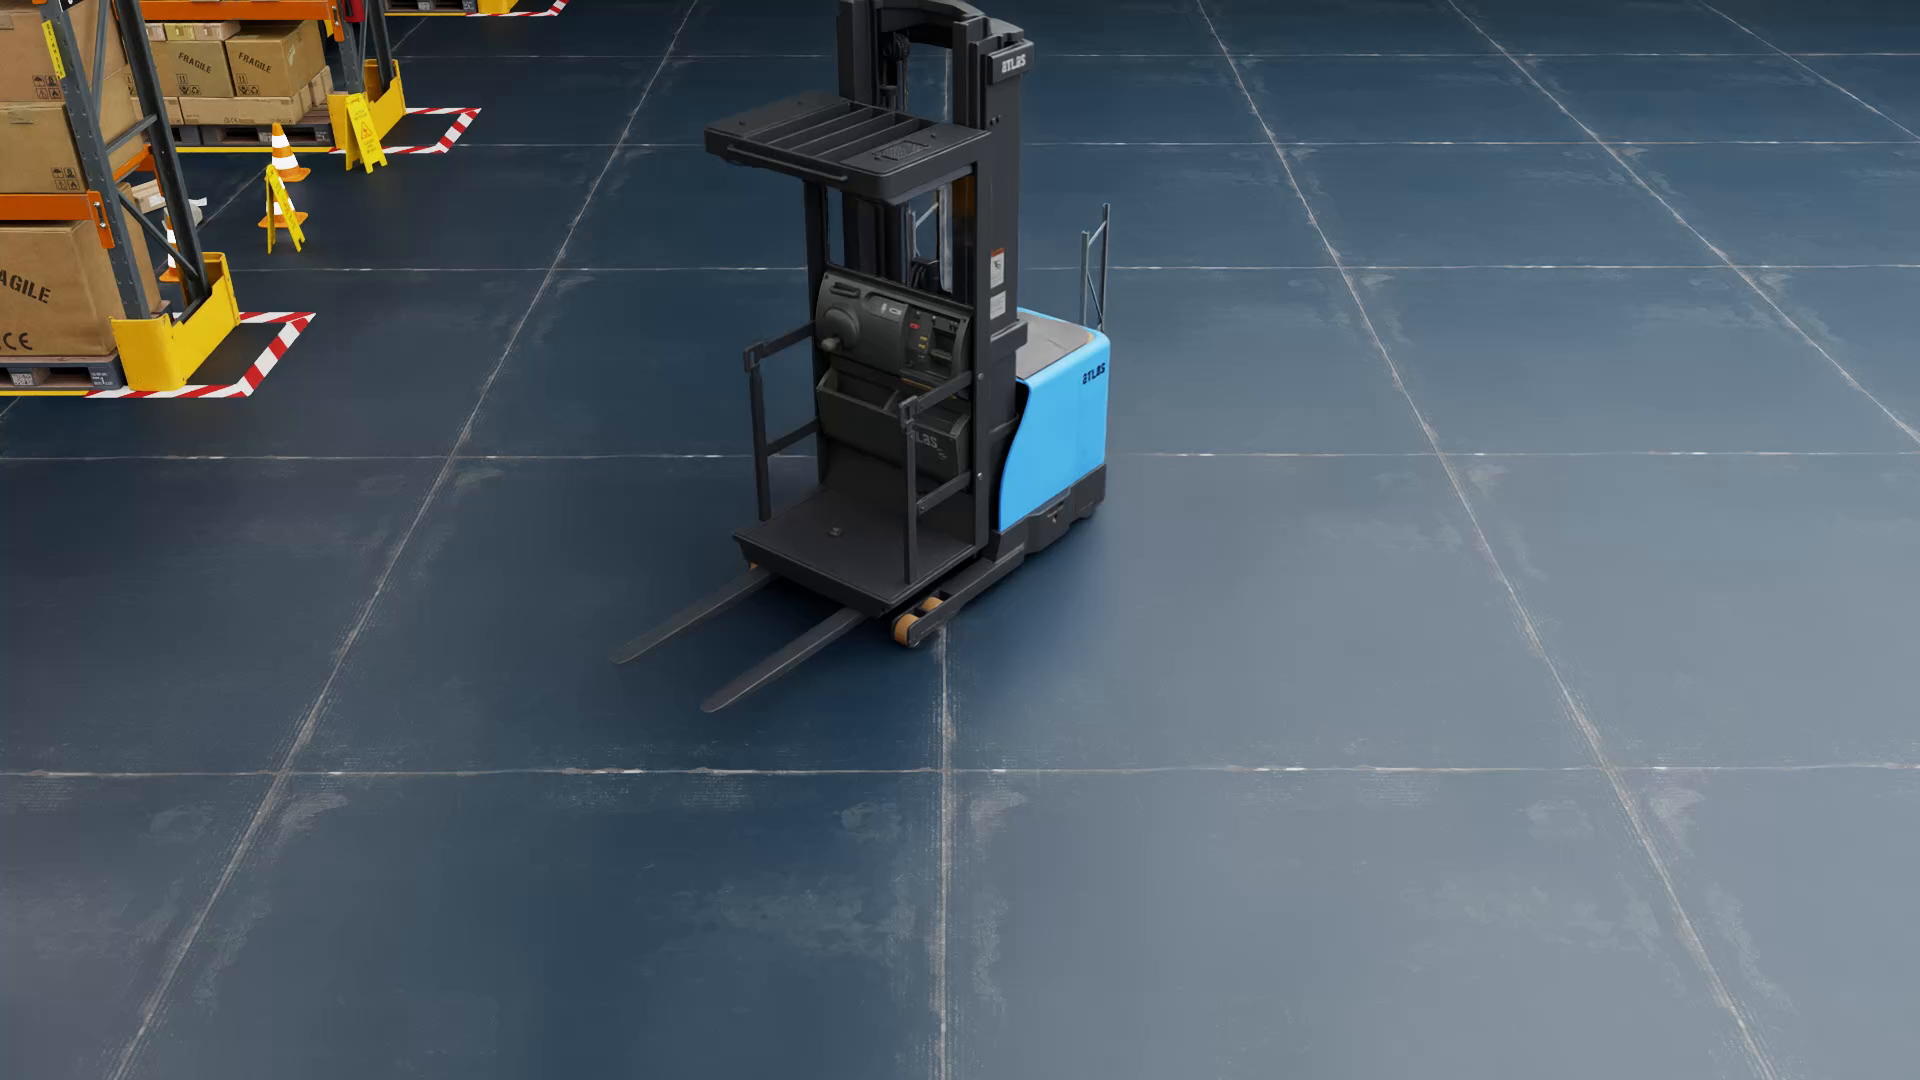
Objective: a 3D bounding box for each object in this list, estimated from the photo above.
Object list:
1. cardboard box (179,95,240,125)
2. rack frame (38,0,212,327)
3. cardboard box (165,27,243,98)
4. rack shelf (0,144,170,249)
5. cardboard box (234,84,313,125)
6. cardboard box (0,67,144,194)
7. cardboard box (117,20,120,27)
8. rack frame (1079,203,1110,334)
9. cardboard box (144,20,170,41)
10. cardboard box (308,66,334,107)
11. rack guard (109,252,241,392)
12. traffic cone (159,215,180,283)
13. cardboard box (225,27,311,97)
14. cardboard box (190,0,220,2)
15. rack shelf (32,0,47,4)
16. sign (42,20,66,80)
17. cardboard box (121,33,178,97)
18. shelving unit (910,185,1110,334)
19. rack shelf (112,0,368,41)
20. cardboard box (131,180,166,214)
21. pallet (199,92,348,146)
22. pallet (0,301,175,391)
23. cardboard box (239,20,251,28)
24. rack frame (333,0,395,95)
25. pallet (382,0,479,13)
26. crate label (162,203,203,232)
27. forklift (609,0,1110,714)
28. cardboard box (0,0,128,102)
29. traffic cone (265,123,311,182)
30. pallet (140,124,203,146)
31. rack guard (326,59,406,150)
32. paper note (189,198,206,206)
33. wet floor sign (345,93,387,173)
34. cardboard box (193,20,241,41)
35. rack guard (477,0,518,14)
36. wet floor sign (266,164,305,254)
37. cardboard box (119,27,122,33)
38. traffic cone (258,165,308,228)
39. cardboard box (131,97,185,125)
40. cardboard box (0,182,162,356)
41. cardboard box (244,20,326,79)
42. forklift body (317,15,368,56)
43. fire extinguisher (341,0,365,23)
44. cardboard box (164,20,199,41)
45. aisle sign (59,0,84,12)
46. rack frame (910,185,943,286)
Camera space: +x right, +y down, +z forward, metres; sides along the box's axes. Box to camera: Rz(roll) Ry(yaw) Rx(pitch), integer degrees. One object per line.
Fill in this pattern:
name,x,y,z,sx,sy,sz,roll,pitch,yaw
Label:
cardboard box,-6.753,-3.987,15.176,0.500,0.250,0.500,0,31,0
rack frame,-5.298,-2.556,10.571,0.127,3.000,1.000,0,31,0
cardboard box,-6.750,-4.307,14.979,0.500,0.500,0.500,1,31,2
rack shelf,-7.298,-2.242,10.747,4.000,0.370,1.077,0,31,0
cardboard box,-6.259,-3.985,15.172,0.500,0.250,0.500,0,31,-1
cardboard box,-5.668,-2.595,10.491,0.550,0.550,0.875,0,31,0
cardboard box,-7.820,-4.581,15.431,0.500,0.500,0.500,1,31,2
rack frame,0.766,-1.168,9.728,0.032,1.500,0.500,10,33,16
cardboard box,-7.110,-4.552,14.759,0.250,0.149,0.380,1,31,2
cardboard box,-6.237,-4.268,15.639,0.500,0.250,0.500,0,31,-1
rack guard,-5.274,-1.487,11.219,0.348,0.500,1.175,0,31,0
traffic cone,-5.837,-2.206,12.440,0.334,0.463,0.336,0,31,0
cardboard box,-6.228,-4.310,14.985,0.500,0.500,0.500,0,31,0
cardboard box,-6.568,-4.839,14.576,0.250,0.149,0.380,0,31,1
rack shelf,-7.298,-3.524,9.969,4.000,0.370,1.077,0,31,0
sign,-5.308,-2.871,9.745,0.005,0.325,0.100,0,31,0
cardboard box,-7.255,-4.309,14.983,0.500,0.500,0.500,-1,31,-1
shelving unit,0.284,-1.252,9.868,1.048,1.500,0.538,10,33,16
rack shelf,-7.428,-4.809,14.978,4.000,0.370,1.077,0,31,0
cardboard box,-6.726,-2.852,13.808,0.250,0.149,0.380,16,35,25
pallet,-6.317,-3.946,15.551,1.213,0.211,1.003,0,31,0
pallet,-6.097,-1.320,11.223,1.213,0.211,1.003,0,31,0
cardboard box,-6.783,-4.584,15.437,0.500,0.500,0.500,-1,31,-2
rack frame,-5.429,-5.123,14.802,0.127,3.000,1.000,0,31,0
pallet,-6.227,-6.482,19.729,1.213,0.211,1.003,0,31,0
crate label,-6.290,-2.619,13.435,0.298,0.136,0.250,-17,35,-26
forklift,-0.470,-1.004,8.079,1.130,2.935,3.031,22,38,32
cardboard box,-5.669,-3.100,10.283,0.550,0.550,0.875,0,31,0
traffic cone,-5.851,-3.368,14.355,0.334,0.463,0.336,0,31,0
pallet,-7.534,-3.944,15.547,1.213,0.211,1.003,0,31,0
rack guard,-5.505,-4.054,15.450,0.348,0.500,1.175,0,31,0
paper note,-6.362,-2.818,13.866,0.142,0.019,0.148,-11,33,-17
wet floor sign,-5.232,-3.562,14.499,0.232,0.644,0.267,10,33,17
cardboard box,-6.595,-4.551,14.757,0.250,0.149,0.380,1,31,1
rack guard,-5.438,-6.629,19.694,0.348,0.500,1.175,0,31,0
wet floor sign,-5.281,-2.576,12.874,0.232,0.644,0.267,-5,32,-9
cardboard box,-7.783,-4.305,14.977,0.500,0.500,0.500,1,31,2
traffic cone,-5.504,-2.793,13.408,0.334,0.463,0.336,0,31,0
cardboard box,-7.277,-3.983,15.169,0.500,0.250,0.500,-1,31,-2
cardboard box,-5.975,-1.791,10.953,0.875,0.875,0.875,0,31,0
cardboard box,-6.261,-4.588,15.443,0.500,0.500,0.500,-1,31,-2
forklift body,-7.347,-6.383,17.696,1.214,2.155,2.313,0,31,0
fire extinguisher,-5.311,-4.851,14.429,0.183,0.674,0.296,0,31,0
cardboard box,-6.846,-4.552,14.759,0.250,0.149,0.380,0,31,1
aisle sign,-5.225,-3.512,9.640,0.004,0.787,0.394,0,31,0
rack frame,-0.197,-1.337,10.008,0.032,1.500,0.500,10,33,16
